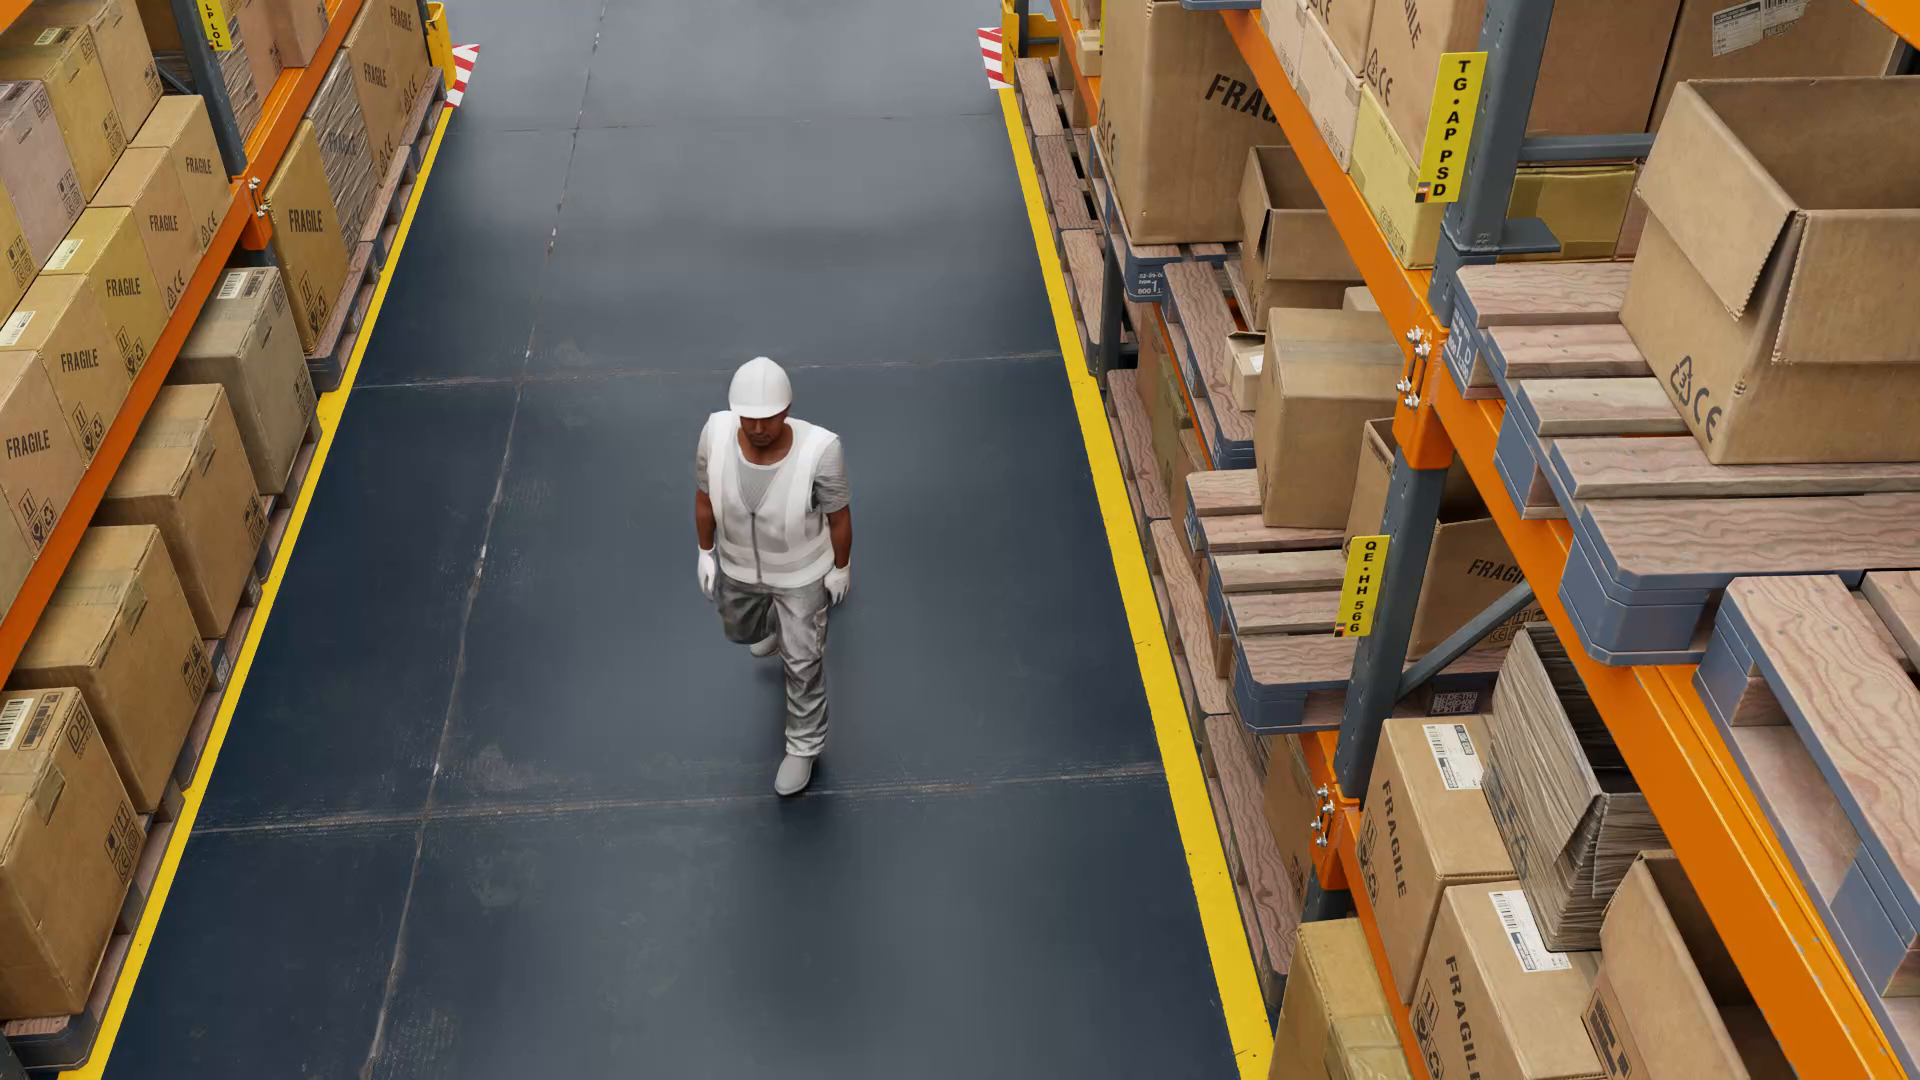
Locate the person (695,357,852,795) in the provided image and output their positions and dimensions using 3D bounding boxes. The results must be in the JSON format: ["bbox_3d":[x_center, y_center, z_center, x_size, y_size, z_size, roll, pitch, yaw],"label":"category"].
[{"bbox_3d":[-0.654,0.037,6.070,0.584,1.778,0.823,11,40,13],"label":"person"}]
